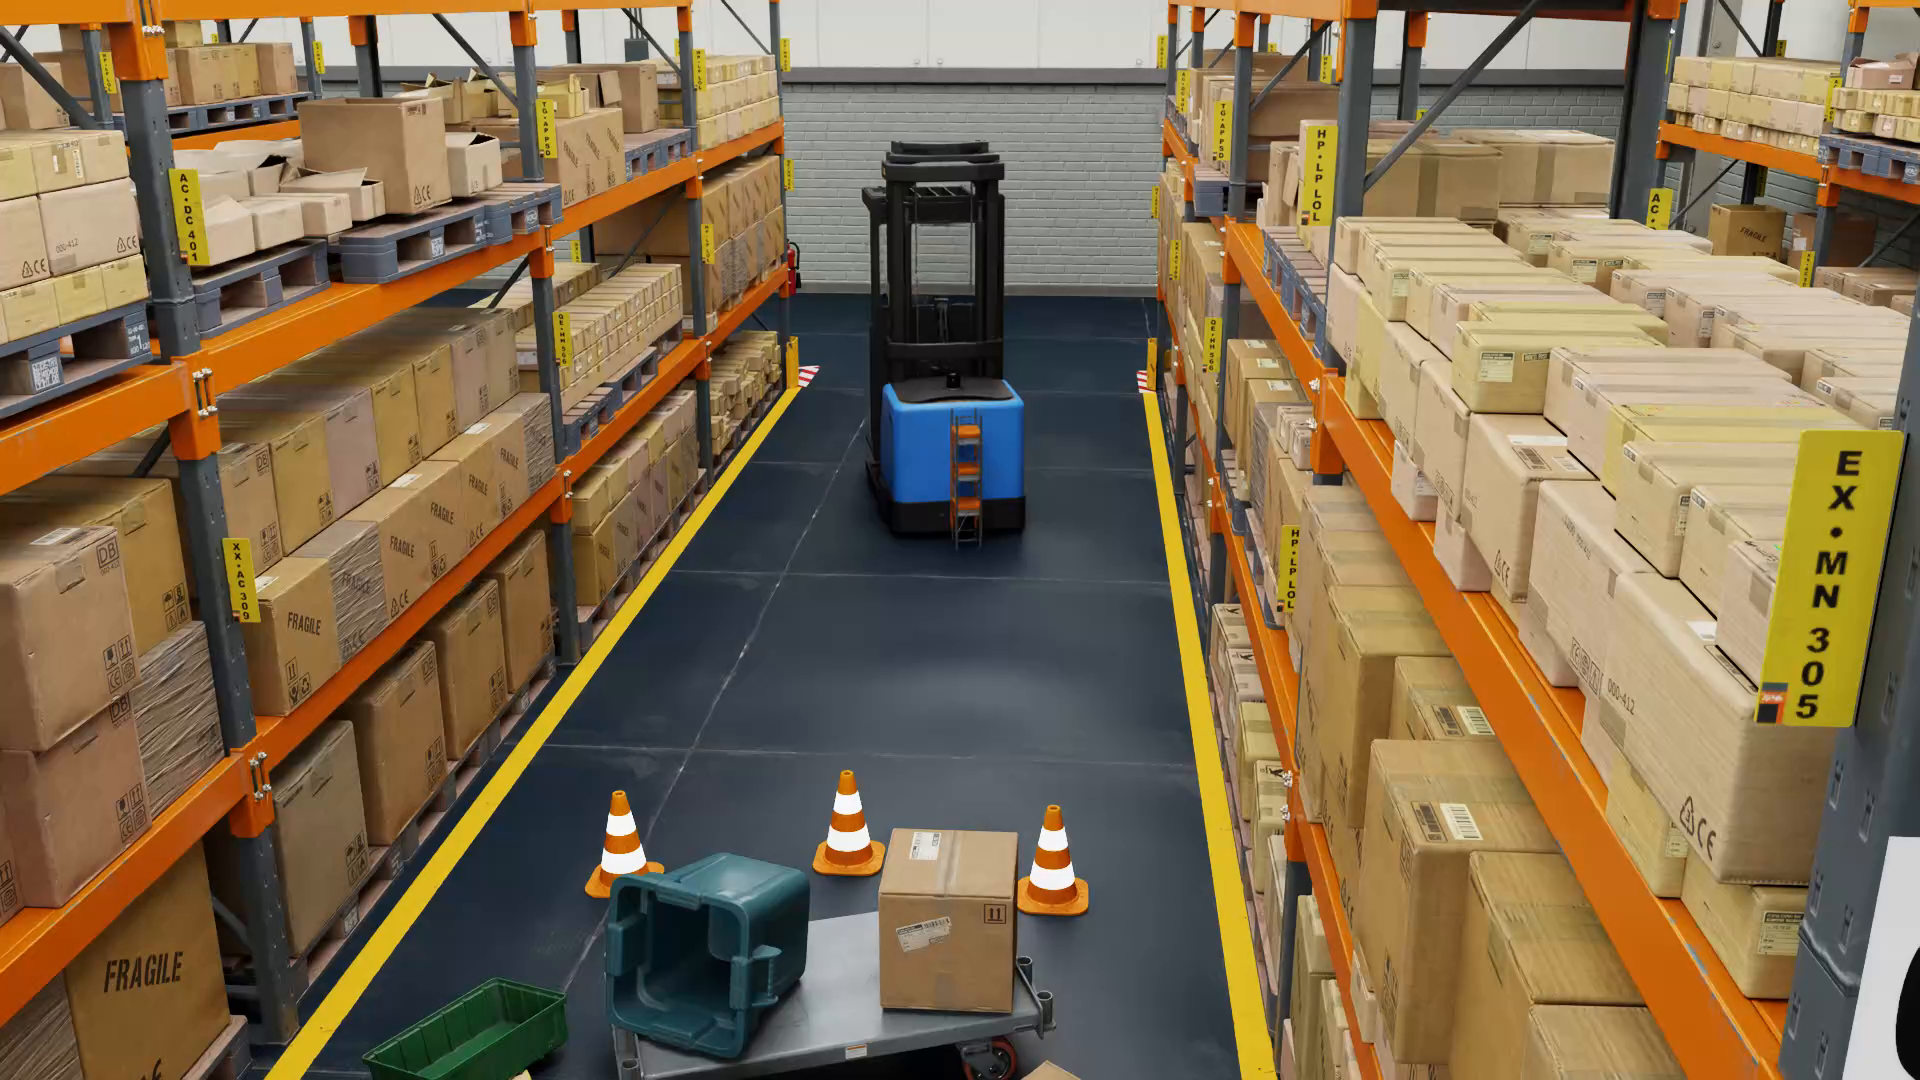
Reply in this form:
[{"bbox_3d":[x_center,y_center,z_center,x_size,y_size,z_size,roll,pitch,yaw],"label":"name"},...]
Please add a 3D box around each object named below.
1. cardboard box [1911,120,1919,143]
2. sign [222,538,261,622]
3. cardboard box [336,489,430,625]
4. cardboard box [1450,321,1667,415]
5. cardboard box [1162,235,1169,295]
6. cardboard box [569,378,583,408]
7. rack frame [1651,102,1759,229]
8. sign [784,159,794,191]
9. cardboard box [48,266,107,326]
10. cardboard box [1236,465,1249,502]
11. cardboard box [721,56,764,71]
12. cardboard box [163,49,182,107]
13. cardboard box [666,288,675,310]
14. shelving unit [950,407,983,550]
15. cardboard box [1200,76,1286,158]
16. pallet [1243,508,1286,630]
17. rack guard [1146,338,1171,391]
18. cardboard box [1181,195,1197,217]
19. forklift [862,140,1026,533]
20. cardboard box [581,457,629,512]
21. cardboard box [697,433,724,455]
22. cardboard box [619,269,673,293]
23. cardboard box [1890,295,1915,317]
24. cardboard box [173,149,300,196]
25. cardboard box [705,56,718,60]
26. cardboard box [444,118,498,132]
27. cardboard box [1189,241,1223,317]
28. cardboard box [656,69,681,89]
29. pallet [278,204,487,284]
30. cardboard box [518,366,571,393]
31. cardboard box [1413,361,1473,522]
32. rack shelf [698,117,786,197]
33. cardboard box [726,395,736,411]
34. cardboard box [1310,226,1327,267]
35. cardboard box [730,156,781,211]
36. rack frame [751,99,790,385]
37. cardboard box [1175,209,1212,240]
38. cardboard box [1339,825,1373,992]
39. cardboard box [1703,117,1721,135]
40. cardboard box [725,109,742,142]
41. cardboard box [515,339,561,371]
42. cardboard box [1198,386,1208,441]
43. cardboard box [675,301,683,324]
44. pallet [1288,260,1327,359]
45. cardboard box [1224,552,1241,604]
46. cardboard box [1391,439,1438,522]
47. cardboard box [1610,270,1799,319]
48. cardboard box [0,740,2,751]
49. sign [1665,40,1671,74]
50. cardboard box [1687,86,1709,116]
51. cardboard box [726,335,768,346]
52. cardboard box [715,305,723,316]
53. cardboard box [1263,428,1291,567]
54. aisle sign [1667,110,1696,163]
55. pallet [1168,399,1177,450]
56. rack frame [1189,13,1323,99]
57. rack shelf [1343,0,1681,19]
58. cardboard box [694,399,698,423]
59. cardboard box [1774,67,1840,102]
[{"bbox_3d":[6.751,-2.782,11.347,0.380,0.149,0.250,2,18,5],"label":"cardboard box"},{"bbox_3d":[-2.649,0.150,6.130,0.100,0.325,0.005,1,18,4],"label":"sign"},{"bbox_3d":[-2.822,0.070,7.731,0.500,0.500,0.500,1,18,4],"label":"cardboard box"},{"bbox_3d":[1.261,-0.365,3.525,0.380,0.149,0.250,2,18,5],"label":"cardboard box"},{"bbox_3d":[2.219,-2.650,16.033,0.500,0.500,0.500,1,18,4],"label":"cardboard box"},{"bbox_3d":[-2.663,-0.953,10.744,0.380,0.149,0.250,2,18,7],"label":"cardboard box"},{"bbox_3d":[7.553,-2.951,17.112,1.000,3.000,0.127,1,18,4],"label":"rack frame"},{"bbox_3d":[-1.790,-3.822,17.402,0.100,0.325,0.005,1,18,4],"label":"sign"},{"bbox_3d":[-2.928,-0.767,5.199,0.380,0.149,0.250,2,18,5],"label":"cardboard box"},{"bbox_3d":[1.660,-0.303,8.761,0.380,0.149,0.250,1,18,4],"label":"cardboard box"},{"bbox_3d":[-2.167,-4.736,16.541,0.380,0.149,0.250,2,18,5],"label":"cardboard box"},{"bbox_3d":[-7.530,-4.171,15.022,0.700,0.500,0.500,2,18,7],"label":"cardboard box"},{"bbox_3d":[-2.478,-1.909,13.184,0.380,0.149,0.250,1,18,4],"label":"cardboard box"},{"bbox_3d":[0.049,-0.467,12.662,0.215,1.050,0.252,-3,18,-8],"label":"shelving unit"},{"bbox_3d":[1.866,-2.802,11.006,0.500,0.500,0.500,1,18,4],"label":"cardboard box"},{"bbox_3d":[1.928,0.131,8.015,1.003,0.211,1.213,1,18,4],"label":"pallet"},{"bbox_3d":[2.604,-1.880,17.858,1.175,0.500,0.348,1,18,4],"label":"rack guard"},{"bbox_3d":[2.020,-2.752,13.696,0.380,0.149,0.250,1,18,3],"label":"cardboard box"},{"bbox_3d":[-0.221,-1.867,13.914,1.130,2.935,3.031,-3,18,-8],"label":"forklift"},{"bbox_3d":[-2.589,-0.389,11.430,0.500,0.250,0.500,1,18,3],"label":"cardboard box"},{"bbox_3d":[-2.282,-0.848,14.598,0.380,0.149,0.250,0,18,2],"label":"cardboard box"},{"bbox_3d":[-2.481,-2.048,13.129,0.380,0.149,0.250,1,18,2],"label":"cardboard box"},{"bbox_3d":[6.916,-1.406,11.561,0.700,0.500,0.500,1,18,4],"label":"cardboard box"},{"bbox_3d":[-3.296,-1.592,7.456,0.500,0.311,0.500,1,18,2],"label":"cardboard box"},{"bbox_3d":[-2.629,-4.747,16.572,0.380,0.149,0.250,2,18,6],"label":"cardboard box"},{"bbox_3d":[-3.128,-2.311,10.181,0.500,0.500,0.500,1,18,4],"label":"cardboard box"},{"bbox_3d":[1.950,-1.896,12.127,0.500,0.500,0.500,1,18,3],"label":"cardboard box"},{"bbox_3d":[-2.367,-3.764,13.572,0.380,0.149,0.250,1,18,3],"label":"cardboard box"},{"bbox_3d":[-2.986,-1.442,7.993,1.003,0.211,1.213,2,18,6],"label":"pallet"},{"bbox_3d":[-2.681,-1.022,10.477,0.380,0.149,0.250,2,18,6],"label":"cardboard box"},{"bbox_3d":[1.327,-0.226,3.742,0.500,0.250,0.500,1,18,4],"label":"cardboard box"},{"bbox_3d":[-2.486,-3.602,15.437,1.077,0.370,4.000,1,18,4],"label":"rack shelf"},{"bbox_3d":[-2.308,-1.315,15.545,0.380,0.149,0.250,2,18,6],"label":"cardboard box"},{"bbox_3d":[1.681,-1.229,6.606,0.500,0.250,0.500,2,18,5],"label":"cardboard box"},{"bbox_3d":[-2.127,-3.656,17.020,0.500,0.500,0.500,1,18,3],"label":"cardboard box"},{"bbox_3d":[-2.342,-3.140,17.688,1.000,3.000,0.127,1,18,4],"label":"rack frame"},{"bbox_3d":[2.074,-2.494,13.950,0.500,0.500,0.500,1,18,3],"label":"cardboard box"},{"bbox_3d":[1.371,0.920,4.660,0.500,0.500,0.500,1,18,3],"label":"cardboard box"},{"bbox_3d":[7.139,-3.845,15.427,0.380,0.149,0.250,1,18,4],"label":"cardboard box"},{"bbox_3d":[-2.249,-3.707,14.841,0.500,0.250,0.500,2,18,6],"label":"cardboard box"},{"bbox_3d":[-2.689,-1.159,10.415,0.380,0.149,0.250,1,18,4],"label":"cardboard box"},{"bbox_3d":[1.827,-0.827,10.869,0.500,0.250,0.500,2,18,5],"label":"cardboard box"},{"bbox_3d":[-2.460,-1.850,13.480,0.380,0.149,0.250,1,18,3],"label":"cardboard box"},{"bbox_3d":[1.893,-0.859,6.212,1.213,0.211,1.003,1,18,4],"label":"pallet"},{"bbox_3d":[2.161,0.021,10.778,0.875,0.875,0.875,1,18,3],"label":"cardboard box"},{"bbox_3d":[1.295,-0.150,4.150,0.380,0.149,0.250,1,18,3],"label":"cardboard box"},{"bbox_3d":[1.878,-0.591,4.216,0.380,0.149,0.250,1,18,3],"label":"cardboard box"},{"bbox_3d":[-3.363,0.455,4.743,0.875,0.550,0.550,1,18,4],"label":"cardboard box"},{"bbox_3d":[7.012,-4.804,16.545,0.100,0.325,0.005,1,18,4],"label":"sign"},{"bbox_3d":[7.233,-4.156,15.737,0.500,0.250,0.500,2,18,5],"label":"cardboard box"},{"bbox_3d":[-2.203,-2.020,17.220,0.380,0.149,0.250,2,18,5],"label":"cardboard box"},{"bbox_3d":[-2.346,-2.109,14.945,0.380,0.149,0.250,0,18,1],"label":"cardboard box"},{"bbox_3d":[1.624,-0.185,7.357,0.500,0.500,0.500,2,18,6],"label":"cardboard box"},{"bbox_3d":[7.265,-4.214,16.792,0.394,0.787,0.004,1,18,4],"label":"aisle sign"},{"bbox_3d":[2.533,-1.108,15.964,1.003,0.211,1.213,1,18,4],"label":"pallet"},{"bbox_3d":[2.316,-4.669,12.721,1.000,3.000,0.127,1,18,4],"label":"rack frame"},{"bbox_3d":[1.599,-1.220,3.355,1.077,0.370,4.000,1,18,4],"label":"rack shelf"},{"bbox_3d":[-2.398,-1.127,14.495,0.380,0.149,0.250,2,18,6],"label":"cardboard box"},{"bbox_3d":[7.090,-3.762,13.729,0.500,0.250,0.500,1,18,3],"label":"cardboard box"}]
